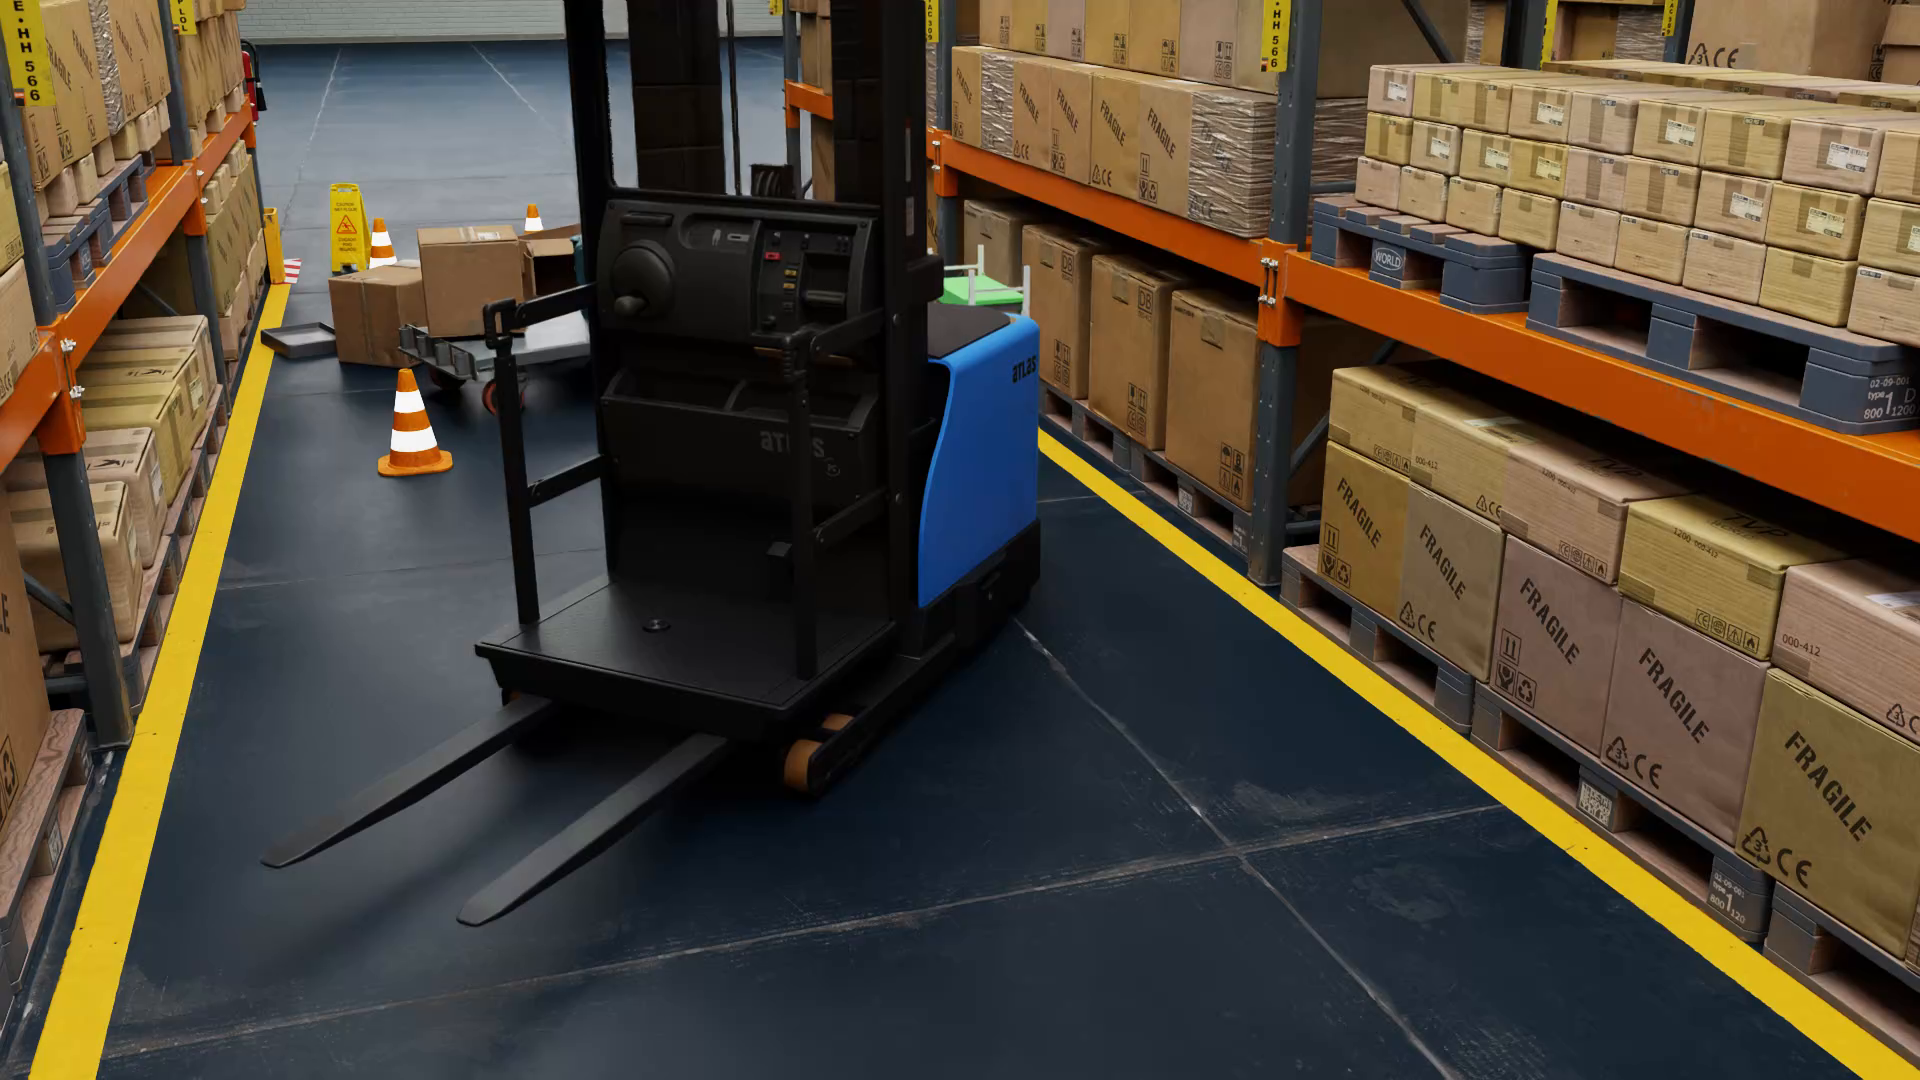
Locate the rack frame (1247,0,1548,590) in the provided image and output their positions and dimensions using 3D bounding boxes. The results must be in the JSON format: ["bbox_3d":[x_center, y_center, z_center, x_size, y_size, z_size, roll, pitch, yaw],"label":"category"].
[{"bbox_3d":[1.614,-1.294,6.082,1.000,3.000,0.127,-6,21,-17],"label":"rack frame"}]

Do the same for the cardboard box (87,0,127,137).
[{"bbox_3d":[-3.468,-1.787,6.245,0.500,0.500,0.500,-7,21,-19],"label":"cardboard box"}]

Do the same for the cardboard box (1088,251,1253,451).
[{"bbox_3d":[1.230,-0.918,7.742,1.050,0.750,0.750,-6,21,-16],"label":"cardboard box"}]

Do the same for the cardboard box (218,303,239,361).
[{"bbox_3d":[-4.240,-1.141,9.102,0.500,0.250,0.500,-7,21,-20],"label":"cardboard box"}]

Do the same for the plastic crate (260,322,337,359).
[{"bbox_3d":[-4.025,-1.236,10.240,0.402,0.080,0.583,-15,25,-36],"label":"plastic crate"}]

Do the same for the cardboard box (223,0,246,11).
[{"bbox_3d":[-4.790,-3.504,10.168,0.700,0.500,0.500,-7,21,-18],"label":"cardboard box"}]

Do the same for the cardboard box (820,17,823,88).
[{"bbox_3d":[-0.547,-3.644,12.402,0.875,0.550,0.550,-6,21,-17],"label":"cardboard box"}]

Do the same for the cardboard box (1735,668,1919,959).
[{"bbox_3d":[2.239,0.593,3.905,0.500,0.500,0.500,-7,21,-18],"label":"cardboard box"}]

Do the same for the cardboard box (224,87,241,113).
[{"bbox_3d":[-4.892,-2.854,10.797,0.380,0.149,0.250,-6,21,-16],"label":"cardboard box"}]

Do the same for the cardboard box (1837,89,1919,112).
[{"bbox_3d":[2.608,-1.130,4.495,0.380,0.149,0.250,-5,20,-15],"label":"cardboard box"}]

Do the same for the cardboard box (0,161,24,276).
[{"bbox_3d":[-2.660,-0.772,4.111,0.500,0.250,0.500,-6,21,-17],"label":"cardboard box"}]

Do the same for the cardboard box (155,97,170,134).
[{"bbox_3d":[-3.887,-1.963,7.695,0.380,0.149,0.250,-6,21,-16],"label":"cardboard box"}]

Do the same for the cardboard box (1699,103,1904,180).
[{"bbox_3d":[2.065,-0.983,4.085,0.380,0.149,0.250,-7,21,-18],"label":"cardboard box"}]

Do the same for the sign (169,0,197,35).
[{"bbox_3d":[-3.785,-2.625,8.073,0.100,0.325,0.005,-6,21,-17],"label":"sign"}]

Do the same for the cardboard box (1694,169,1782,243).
[{"bbox_3d":[2.070,-0.838,4.122,0.380,0.149,0.250,-6,21,-15],"label":"cardboard box"}]

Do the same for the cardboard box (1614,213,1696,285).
[{"bbox_3d":[1.982,-0.783,4.410,0.380,0.149,0.250,-6,21,-16],"label":"cardboard box"}]

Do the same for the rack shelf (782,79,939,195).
[{"bbox_3d":[-0.272,-2.881,11.565,1.077,0.370,4.000,-6,21,-17],"label":"rack shelf"}]

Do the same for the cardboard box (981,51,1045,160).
[{"bbox_3d":[0.426,-2.266,8.639,0.500,0.500,0.500,-6,21,-17],"label":"cardboard box"}]

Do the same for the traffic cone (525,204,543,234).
[{"bbox_3d":[-3.261,-2.335,12.734,0.336,0.463,0.334,-6,21,-17],"label":"traffic cone"}]

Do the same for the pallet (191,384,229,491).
[{"bbox_3d":[-4.064,-0.457,7.878,1.003,0.211,1.213,-6,21,-17],"label":"pallet"}]

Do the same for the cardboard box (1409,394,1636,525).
[{"bbox_3d":[1.761,-0.259,5.167,0.500,0.250,0.500,-7,21,-18],"label":"cardboard box"}]

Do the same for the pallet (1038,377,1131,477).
[{"bbox_3d":[1.058,-0.634,8.369,1.003,0.211,1.213,-6,21,-17],"label":"pallet"}]

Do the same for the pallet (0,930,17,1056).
[{"bbox_3d":[-2.497,1.228,3.185,1.003,0.211,1.213,-6,21,-17],"label":"pallet"}]

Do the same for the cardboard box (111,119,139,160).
[{"bbox_3d":[-3.580,-1.634,6.779,0.380,0.149,0.250,-6,21,-17],"label":"cardboard box"}]

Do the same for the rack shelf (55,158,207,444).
[{"bbox_3d":[-3.682,-1.039,6.436,1.077,0.370,4.000,-6,21,-17],"label":"rack shelf"}]

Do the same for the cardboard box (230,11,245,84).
[{"bbox_3d":[-5.136,-3.345,11.205,0.500,0.500,0.500,-7,21,-18],"label":"cardboard box"}]

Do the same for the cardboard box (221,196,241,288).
[{"bbox_3d":[-4.419,-1.665,9.451,0.500,0.500,0.500,-6,20,-15],"label":"cardboard box"}]

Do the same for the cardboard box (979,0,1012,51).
[{"bbox_3d":[0.519,-2.937,9.028,0.700,0.500,0.500,-7,21,-18],"label":"cardboard box"}]

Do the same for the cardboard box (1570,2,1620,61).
[{"bbox_3d":[4.891,-3.575,11.843,0.875,0.500,0.500,-6,21,-17],"label":"cardboard box"}]

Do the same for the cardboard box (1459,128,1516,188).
[{"bbox_3d":[1.750,-1.165,5.033,0.380,0.149,0.250,-7,21,-19],"label":"cardboard box"}]

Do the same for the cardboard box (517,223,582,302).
[{"bbox_3d":[-2.612,-1.834,11.277,0.637,0.503,0.797,12,23,30],"label":"cardboard box"}]

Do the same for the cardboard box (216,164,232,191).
[{"bbox_3d":[-4.473,-2.097,9.694,0.380,0.149,0.250,-5,20,-14],"label":"cardboard box"}]

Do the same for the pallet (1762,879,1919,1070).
[{"bbox_3d":[2.625,1.052,3.675,1.003,0.211,1.213,-6,21,-17],"label":"pallet"}]

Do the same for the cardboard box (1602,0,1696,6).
[{"bbox_3d":[4.695,-3.845,11.118,0.500,0.500,0.500,-6,21,-17],"label":"cardboard box"}]

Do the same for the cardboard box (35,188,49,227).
[{"bbox_3d":[-3.036,-1.034,5.107,0.380,0.149,0.250,-8,21,-21],"label":"cardboard box"}]

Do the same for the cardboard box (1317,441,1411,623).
[{"bbox_3d":[1.594,-0.061,5.727,0.500,0.500,0.500,-7,21,-20],"label":"cardboard box"}]

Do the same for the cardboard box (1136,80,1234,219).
[{"bbox_3d":[1.062,-1.618,6.835,0.500,0.500,0.500,-6,21,-17],"label":"cardboard box"}]

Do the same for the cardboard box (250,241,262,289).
[{"bbox_3d":[-4.903,-1.809,10.961,0.500,0.250,0.500,-6,21,-17],"label":"cardboard box"}]

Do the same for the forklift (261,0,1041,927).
[{"bbox_3d":[-0.775,-0.799,4.806,1.130,2.935,3.031,9,22,23],"label":"forklift"}]

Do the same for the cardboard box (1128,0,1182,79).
[{"bbox_3d":[1.159,-2.284,7.210,0.700,0.500,0.500,-7,21,-18],"label":"cardboard box"}]

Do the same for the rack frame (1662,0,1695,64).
[{"bbox_3d":[5.097,-3.072,11.033,1.000,3.000,0.127,-6,21,-17],"label":"rack frame"}]

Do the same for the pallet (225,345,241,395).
[{"bbox_3d":[-4.555,-0.919,9.163,1.003,0.211,1.213,-6,21,-17],"label":"pallet"}]

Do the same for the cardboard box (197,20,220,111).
[{"bbox_3d":[-4.509,-2.698,9.404,0.500,0.500,0.500,-7,21,-18],"label":"cardboard box"}]

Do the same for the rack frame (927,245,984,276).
[{"bbox_3d":[-0.020,-0.603,6.819,0.240,1.200,0.015,-7,21,-19],"label":"rack frame"}]

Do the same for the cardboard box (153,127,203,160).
[{"bbox_3d":[-4.105,-2.036,8.520,0.380,0.149,0.250,-6,21,-17],"label":"cardboard box"}]

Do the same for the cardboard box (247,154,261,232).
[{"bbox_3d":[-5.068,-2.330,11.304,0.500,0.500,0.500,-6,21,-17],"label":"cardboard box"}]

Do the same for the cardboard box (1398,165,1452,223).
[{"bbox_3d":[1.647,-1.123,5.355,0.380,0.149,0.250,-5,20,-15],"label":"cardboard box"}]

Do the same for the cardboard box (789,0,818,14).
[{"bbox_3d":[-0.820,-4.317,12.679,0.875,0.550,0.550,-6,21,-17],"label":"cardboard box"}]

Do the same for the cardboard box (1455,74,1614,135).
[{"bbox_3d":[1.735,-1.320,5.023,0.380,0.149,0.250,-7,21,-18],"label":"cardboard box"}]

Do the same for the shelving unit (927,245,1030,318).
[{"bbox_3d":[0.064,-0.525,6.603,0.258,1.200,0.503,-7,21,-19],"label":"shelving unit"}]

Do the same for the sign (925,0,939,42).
[{"bbox_3d":[-0.169,-2.963,9.331,0.100,0.325,0.005,-6,21,-17],"label":"sign"}]

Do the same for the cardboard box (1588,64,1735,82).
[{"bbox_3d":[2.280,-1.464,5.426,0.380,0.149,0.250,-7,21,-18],"label":"cardboard box"}]

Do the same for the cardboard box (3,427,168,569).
[{"bbox_3d":[-3.461,-0.115,6.066,0.950,0.372,0.625,-7,21,-18],"label":"cardboard box"}]
